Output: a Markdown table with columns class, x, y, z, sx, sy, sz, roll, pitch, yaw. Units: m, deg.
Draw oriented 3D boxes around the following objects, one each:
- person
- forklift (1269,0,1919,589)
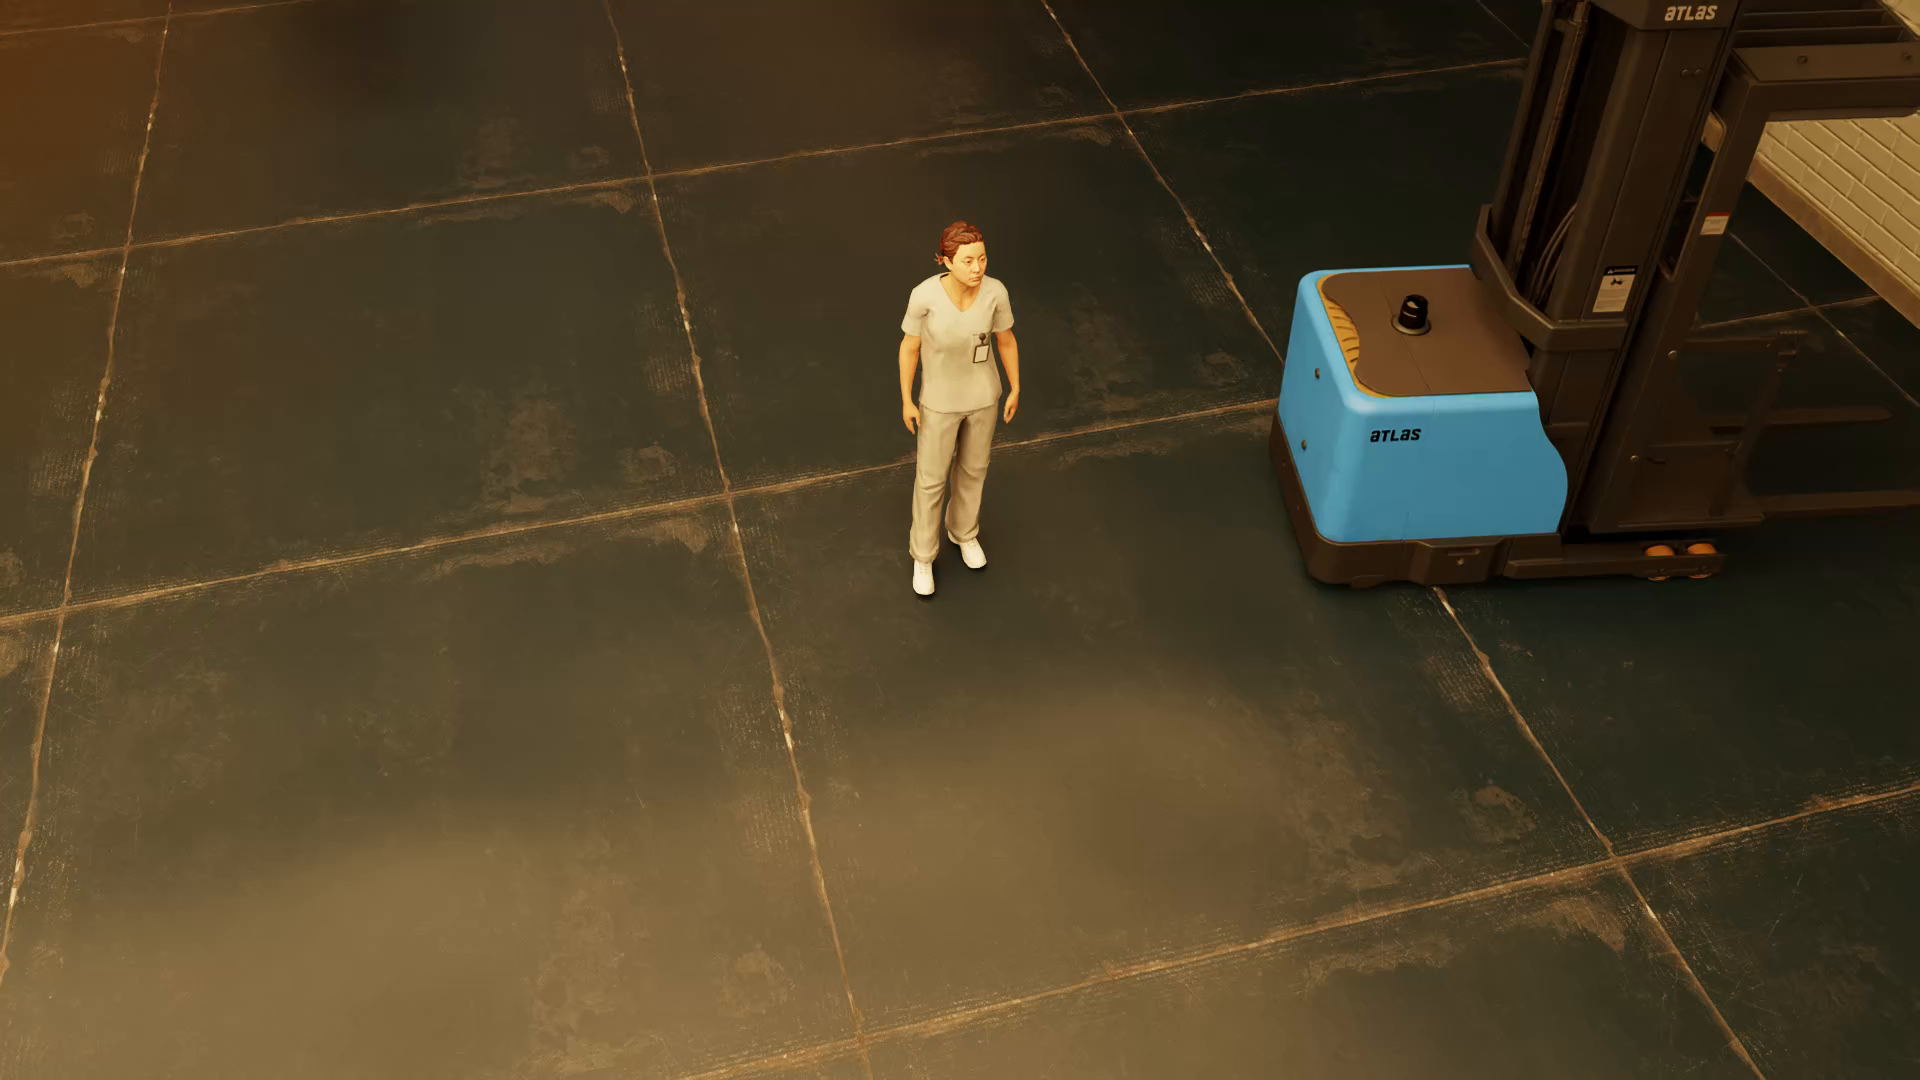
| class | x | y | z | sx | sy | sz | roll | pitch | yaw |
| --- | --- | --- | --- | --- | --- | --- | --- | --- | --- |
| person | 0.006 | -0.563 | 7.145 | 0.550 | 1.675 | 0.549 | -10 | 44 | -11 |
| forklift | 3.054 | -1.243 | 6.961 | 3.031 | 2.935 | 1.130 | -3 | 43 | -3 |
